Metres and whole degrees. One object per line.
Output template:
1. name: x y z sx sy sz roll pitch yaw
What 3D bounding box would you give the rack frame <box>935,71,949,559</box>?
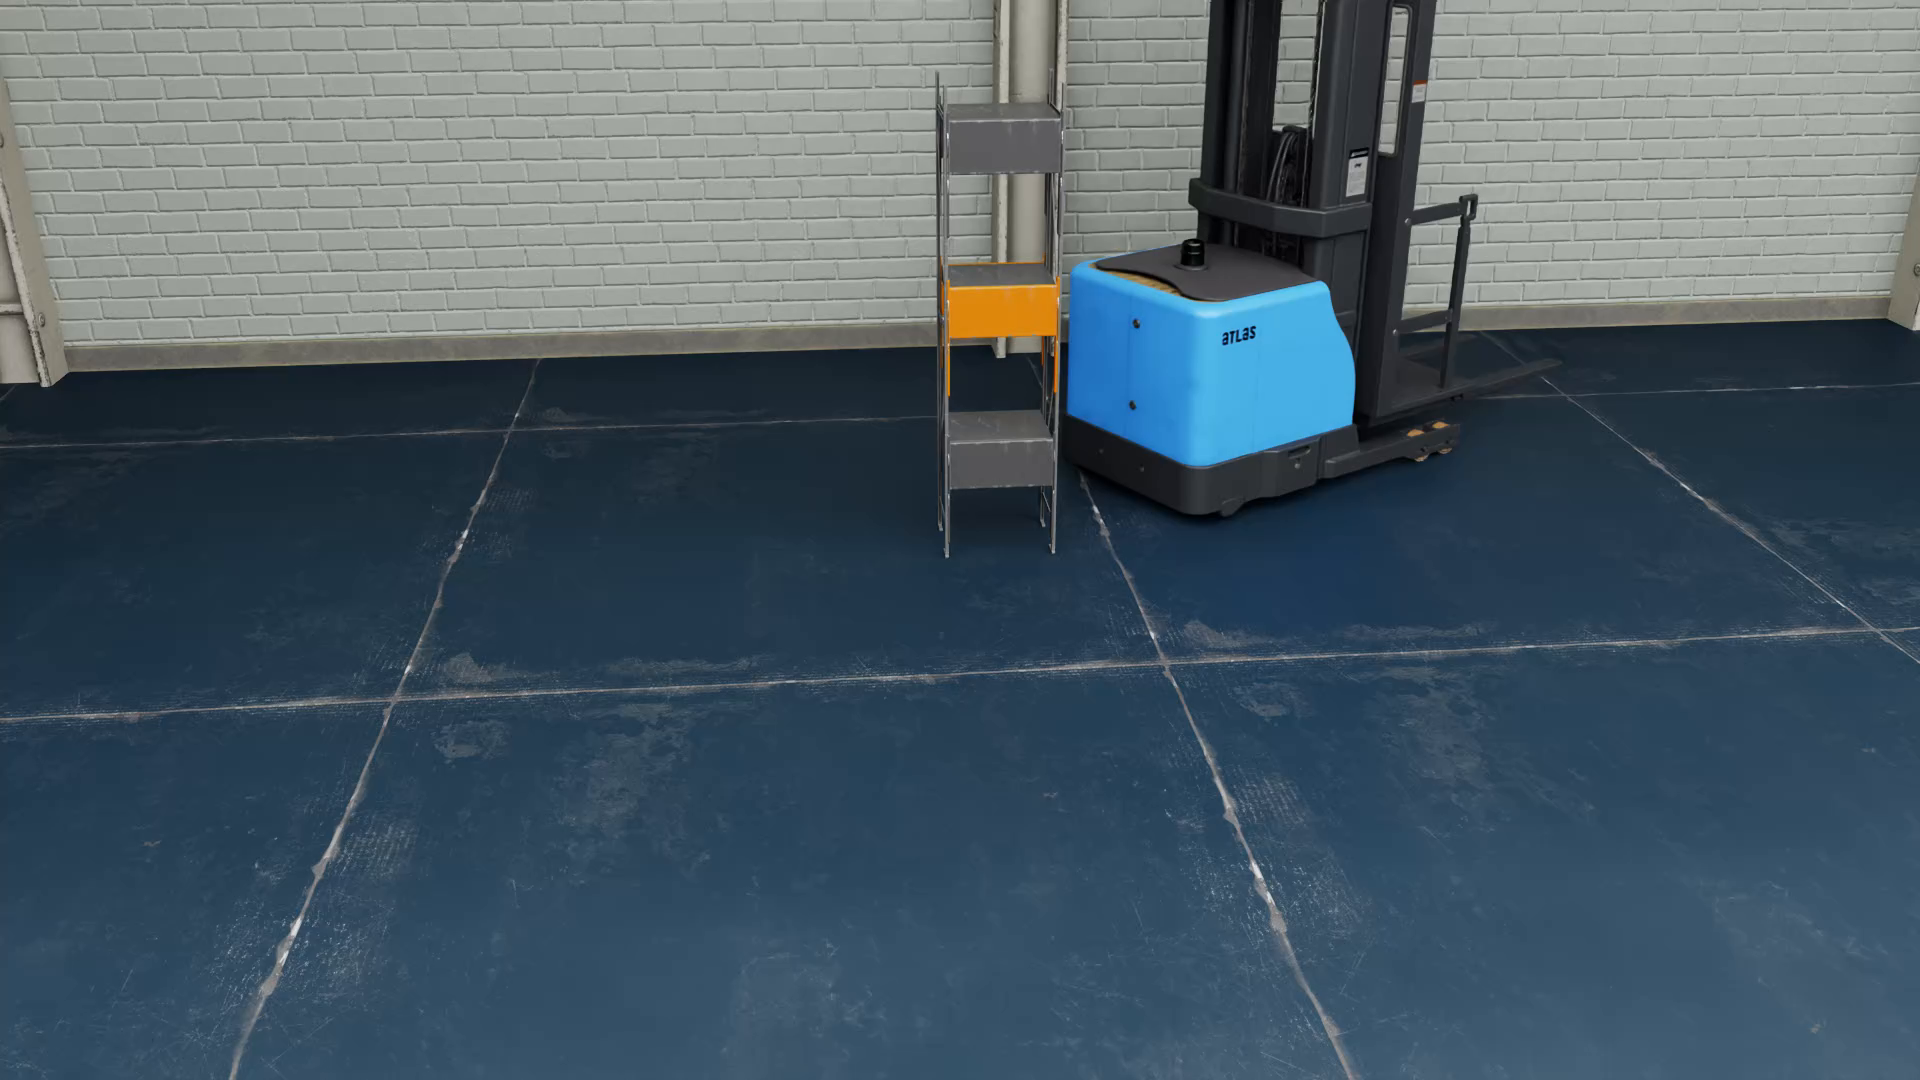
1. rack frame: -0.078 -0.956 7.316 0.015 2.100 0.400 -2 24 -5

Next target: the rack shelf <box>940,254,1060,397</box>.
1. rack shelf: 0.165 -0.954 7.344 0.480 0.518 0.431 -2 24 -5

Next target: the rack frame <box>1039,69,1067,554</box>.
1. rack frame: 0.408 -0.976 7.360 0.015 2.100 0.400 -2 24 -5

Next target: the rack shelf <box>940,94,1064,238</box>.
1. rack shelf: 0.165 -1.593 7.060 0.480 0.518 0.431 -2 24 -5

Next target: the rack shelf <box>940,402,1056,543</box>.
1. rack shelf: 0.165 -0.314 7.628 0.480 0.518 0.431 -2 24 -5

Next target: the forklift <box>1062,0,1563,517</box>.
1. forklift: 2.021 -1.905 8.427 3.031 2.935 1.130 -16 29 -32

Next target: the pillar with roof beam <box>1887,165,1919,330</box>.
1. pillar with roof beam: 6.802 -3.808 5.239 0.400 9.000 9.100 -2 24 -5

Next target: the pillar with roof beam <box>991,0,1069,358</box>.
1. pillar with roof beam: 0.831 -3.569 4.700 0.400 9.000 9.100 -2 24 -5

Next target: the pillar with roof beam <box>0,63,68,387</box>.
1. pillar with roof beam: -5.140 -3.329 4.161 0.400 9.000 9.100 -2 24 -5

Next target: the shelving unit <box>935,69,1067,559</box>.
1. shelving unit: 0.165 -0.966 7.338 0.503 2.100 0.431 -2 24 -5
